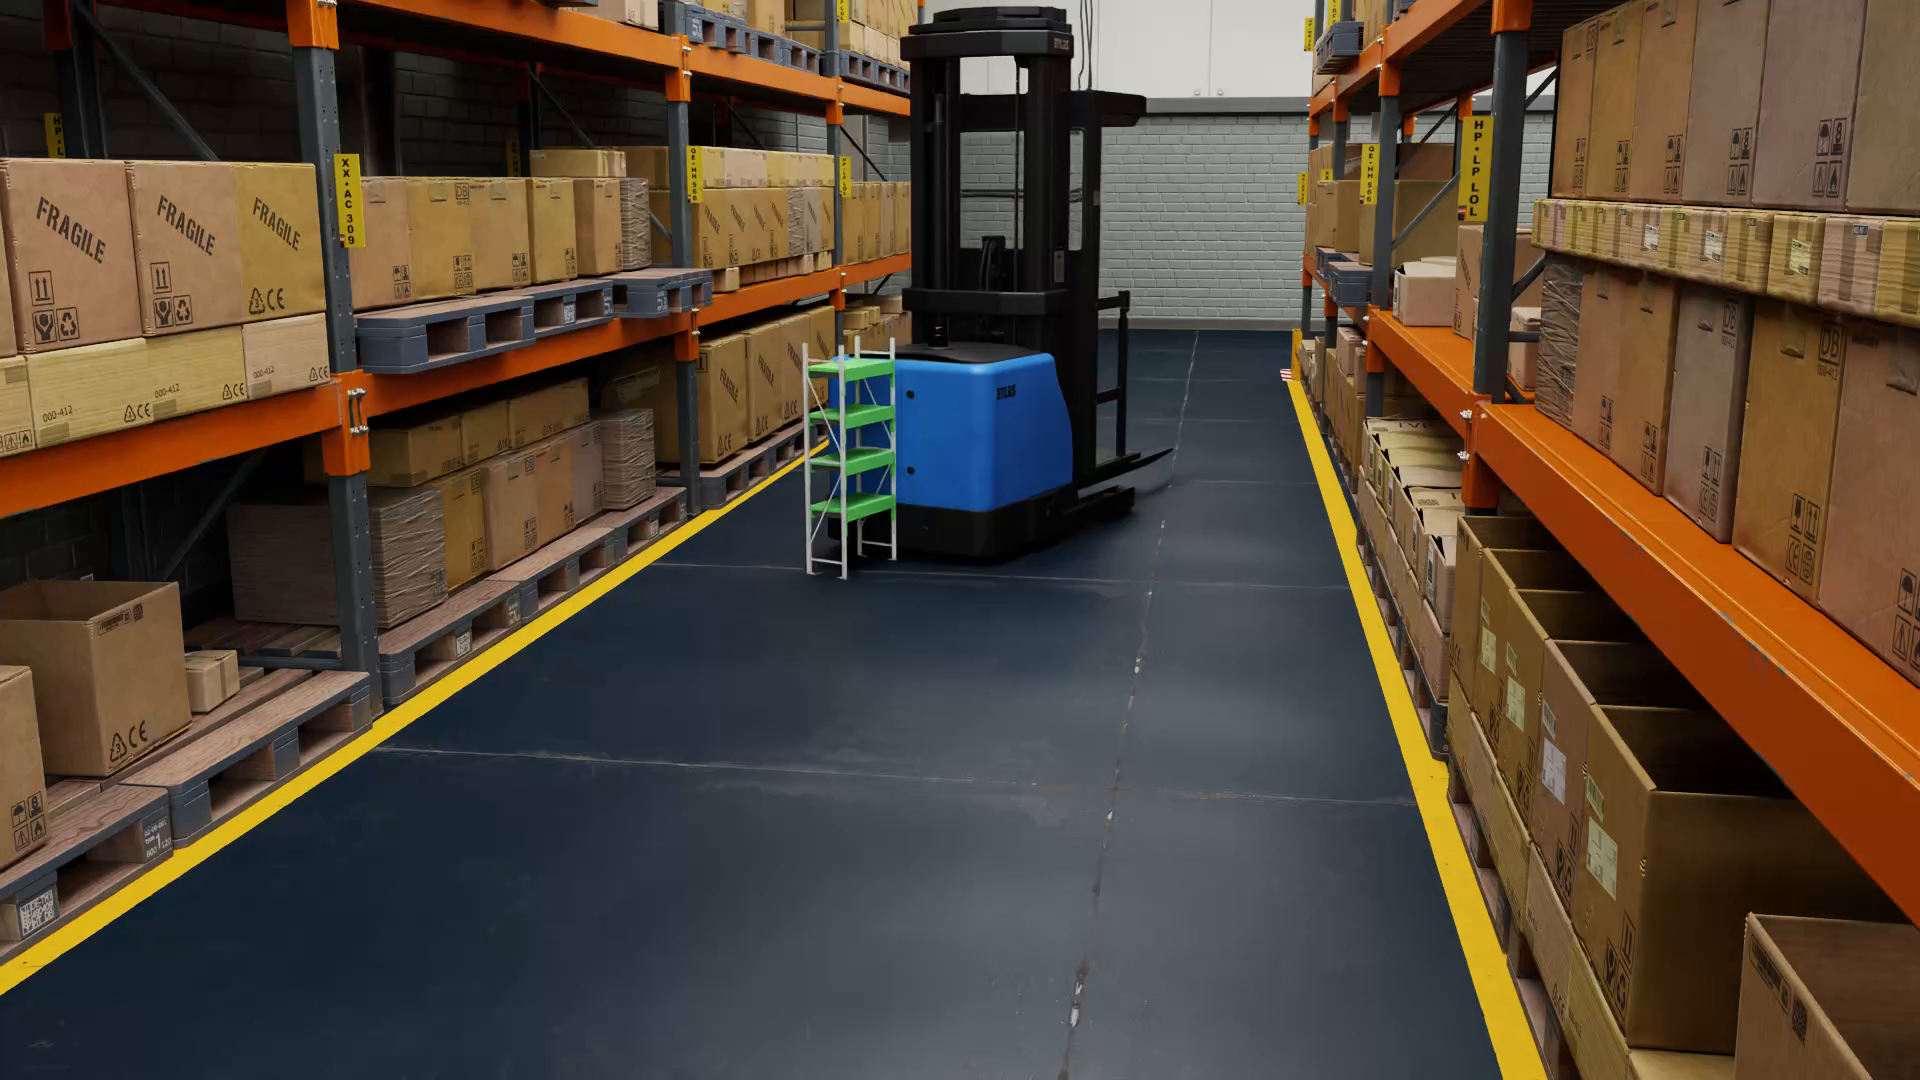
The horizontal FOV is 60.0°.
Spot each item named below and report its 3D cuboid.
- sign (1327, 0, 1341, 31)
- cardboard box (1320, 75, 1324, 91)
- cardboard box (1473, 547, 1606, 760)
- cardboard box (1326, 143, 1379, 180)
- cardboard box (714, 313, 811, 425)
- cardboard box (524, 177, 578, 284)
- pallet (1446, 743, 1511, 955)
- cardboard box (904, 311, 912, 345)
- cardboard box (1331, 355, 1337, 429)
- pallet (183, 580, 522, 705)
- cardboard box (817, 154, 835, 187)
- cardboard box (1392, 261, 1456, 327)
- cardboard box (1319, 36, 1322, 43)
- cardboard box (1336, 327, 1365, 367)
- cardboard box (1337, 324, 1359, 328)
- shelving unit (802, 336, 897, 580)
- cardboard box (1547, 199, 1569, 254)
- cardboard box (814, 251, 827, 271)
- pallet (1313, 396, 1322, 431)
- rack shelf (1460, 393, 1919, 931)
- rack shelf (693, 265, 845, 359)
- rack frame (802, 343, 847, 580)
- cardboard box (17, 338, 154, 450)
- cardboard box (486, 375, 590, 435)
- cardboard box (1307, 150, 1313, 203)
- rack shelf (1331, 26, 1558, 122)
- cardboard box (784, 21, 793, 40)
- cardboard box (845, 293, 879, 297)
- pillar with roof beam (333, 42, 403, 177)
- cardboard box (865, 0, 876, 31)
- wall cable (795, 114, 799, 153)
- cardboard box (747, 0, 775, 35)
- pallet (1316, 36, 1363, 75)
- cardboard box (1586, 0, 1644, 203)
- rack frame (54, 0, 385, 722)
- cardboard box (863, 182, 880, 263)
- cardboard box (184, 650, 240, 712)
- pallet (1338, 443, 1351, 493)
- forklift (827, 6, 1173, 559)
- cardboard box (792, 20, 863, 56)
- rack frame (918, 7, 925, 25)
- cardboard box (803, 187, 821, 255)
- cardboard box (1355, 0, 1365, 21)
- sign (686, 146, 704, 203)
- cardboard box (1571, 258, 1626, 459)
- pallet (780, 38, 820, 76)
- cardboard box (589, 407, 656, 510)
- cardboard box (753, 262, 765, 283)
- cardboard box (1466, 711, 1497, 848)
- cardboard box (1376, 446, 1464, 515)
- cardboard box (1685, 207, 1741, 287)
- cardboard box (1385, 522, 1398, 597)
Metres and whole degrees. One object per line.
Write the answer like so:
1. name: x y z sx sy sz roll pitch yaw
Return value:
1. sign: 2.876 -4.040 12.771 0.100 0.325 0.005 2 12 9
2. cardboard box: 3.463 -4.119 14.724 0.500 0.250 0.500 2 12 9
3. cardboard box: 1.734 0.324 4.621 0.500 0.500 0.500 2 12 9
4. cardboard box: 3.236 -2.956 13.478 0.500 0.500 0.500 2 12 9
5. cardboard box: -1.587 -1.294 12.484 0.750 0.750 0.750 2 12 10
6. cardboard box: -2.329 -1.537 8.225 0.700 0.500 0.500 2 12 9
7. pallet: 2.020 0.888 4.871 1.003 0.211 1.213 2 12 9
8. cardboard box: -0.875 -2.131 17.200 0.700 0.500 0.500 2 12 9
9. cardboard box: 3.028 -1.093 12.336 0.500 0.500 0.500 2 12 9
10. pallet: -2.594 0.402 7.127 1.003 0.211 1.213 2 12 9
11. cardboard box: -1.301 -2.929 13.195 0.500 0.250 0.500 2 12 10
12. cardboard box: 2.470 -1.248 8.378 0.500 0.311 0.500 2 12 8
13. cardboard box: 3.538 -4.468 15.155 0.500 0.250 0.500 2 12 9
14. cardboard box: 2.945 -1.363 11.808 0.500 0.250 0.500 2 12 9
15. cardboard box: 3.698 -1.691 15.099 0.797 0.503 0.637 2 12 9
16. shelving unit: -0.569 -0.441 8.690 0.258 1.200 0.503 7 14 29
17. cardboard box: 1.912 -0.903 4.788 0.380 0.149 0.250 2 12 9
18. cardboard box: -1.269 -2.218 13.216 0.380 0.149 0.250 2 12 10
19. pallet: 3.520 -1.084 14.024 1.003 0.211 1.213 2 12 9
20. rack shelf: 1.876 0.129 3.483 1.077 0.370 4.000 2 12 9
21. rack shelf: -1.789 -1.696 11.952 1.077 0.370 4.000 2 12 9
22. rack frame: -0.689 -0.396 8.481 0.240 1.200 0.015 7 14 29
23. cardboard box: -2.632 -0.418 4.623 0.500 0.250 0.500 2 12 8
24. cardboard box: -2.306 -0.723 8.838 0.500 0.250 0.500 2 12 10
25. cardboard box: 3.700 -3.591 16.426 0.500 0.500 0.500 2 12 10
26. rack shelf: 3.106 -3.003 10.895 1.077 0.370 4.000 2 12 9
27. cardboard box: -1.608 -4.262 14.149 0.500 0.250 0.500 2 12 9
28. cardboard box: -1.054 -2.481 17.282 0.380 0.149 0.250 2 12 9
29. pillar with roof beam: 1.102 -4.182 7.539 9.100 9.000 0.400 2 12 9
30. cardboard box: -1.022 -4.725 14.518 0.500 0.500 0.500 2 12 7
31. wall cable: -1.604 -4.091 18.944 0.084 1.984 1.851 2 12 9
32. cardboard box: -1.747 -3.897 12.054 0.700 0.500 0.500 2 12 8
33. pallet: 3.244 -3.546 12.151 1.213 0.211 1.003 2 12 9
34. cardboard box: 2.045 -1.124 4.274 0.700 0.500 0.500 2 12 9
35. rack frame: -2.712 -0.799 6.081 1.000 3.000 0.127 2 12 9
36. cardboard box: -1.264 -2.875 15.002 0.980 0.700 0.700 2 12 7
37. cardboard box: -2.765 0.483 5.812 0.380 0.166 0.250 0 12 1
38. pallet: 3.141 -0.516 11.387 1.003 0.211 1.213 2 12 9
39. forklift: 0.424 -1.599 9.958 1.130 2.935 3.031 7 14 29
40. cardboard box: -1.115 -4.247 14.081 0.500 0.250 0.500 2 12 8
41. rack frame: -0.866 -6.230 17.040 1.000 3.000 0.127 2 12 9
42. cardboard box: -1.372 -2.458 12.786 0.500 0.500 0.500 2 12 9
43. cardboard box: 3.263 -3.971 12.210 0.600 0.600 0.600 1 12 3
44. sign: -1.559 -2.143 9.758 0.100 0.325 0.005 2 12 9
45. cardboard box: 2.047 -0.486 4.389 0.700 0.500 0.500 2 12 8
46. pallet: -1.574 -3.645 12.619 0.805 0.209 1.217 1 12 6
47. cardboard box: -2.156 -0.473 9.458 0.700 0.500 0.500 2 12 9
48. cardboard box: -1.592 -1.899 11.735 0.380 0.149 0.250 2 12 9
49. cardboard box: 1.731 0.690 4.700 0.500 0.250 0.500 2 12 9
50. cardboard box: 2.275 -0.292 7.927 0.500 0.311 0.500 2 12 7
51. cardboard box: 1.675 -0.581 3.293 0.380 0.149 0.250 2 12 8
52. cardboard box: 2.198 0.086 7.503 0.500 0.250 0.500 2 12 10
